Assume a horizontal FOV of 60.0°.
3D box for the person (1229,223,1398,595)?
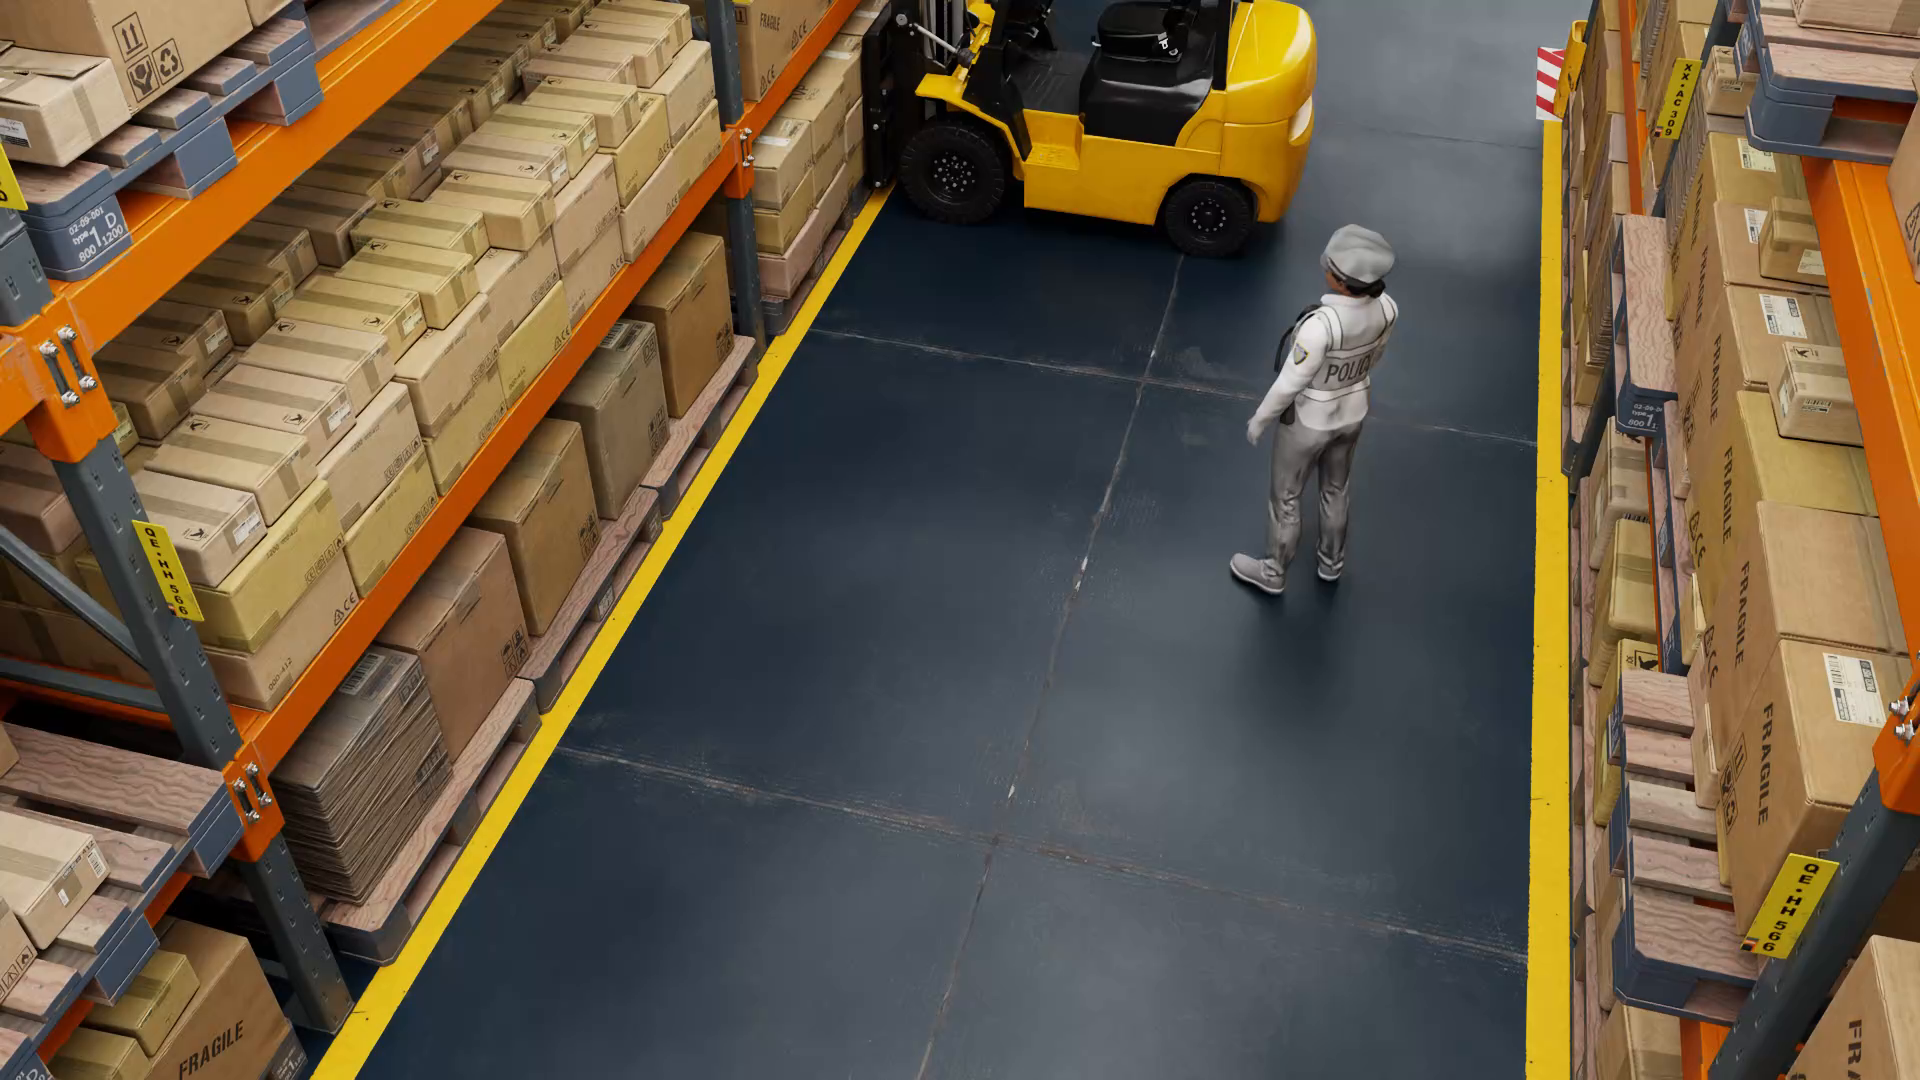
[{"bbox_3d":[1.443,-0.500,6.678,0.571,1.693,0.375,-21,46,-22],"label":"person"}]
